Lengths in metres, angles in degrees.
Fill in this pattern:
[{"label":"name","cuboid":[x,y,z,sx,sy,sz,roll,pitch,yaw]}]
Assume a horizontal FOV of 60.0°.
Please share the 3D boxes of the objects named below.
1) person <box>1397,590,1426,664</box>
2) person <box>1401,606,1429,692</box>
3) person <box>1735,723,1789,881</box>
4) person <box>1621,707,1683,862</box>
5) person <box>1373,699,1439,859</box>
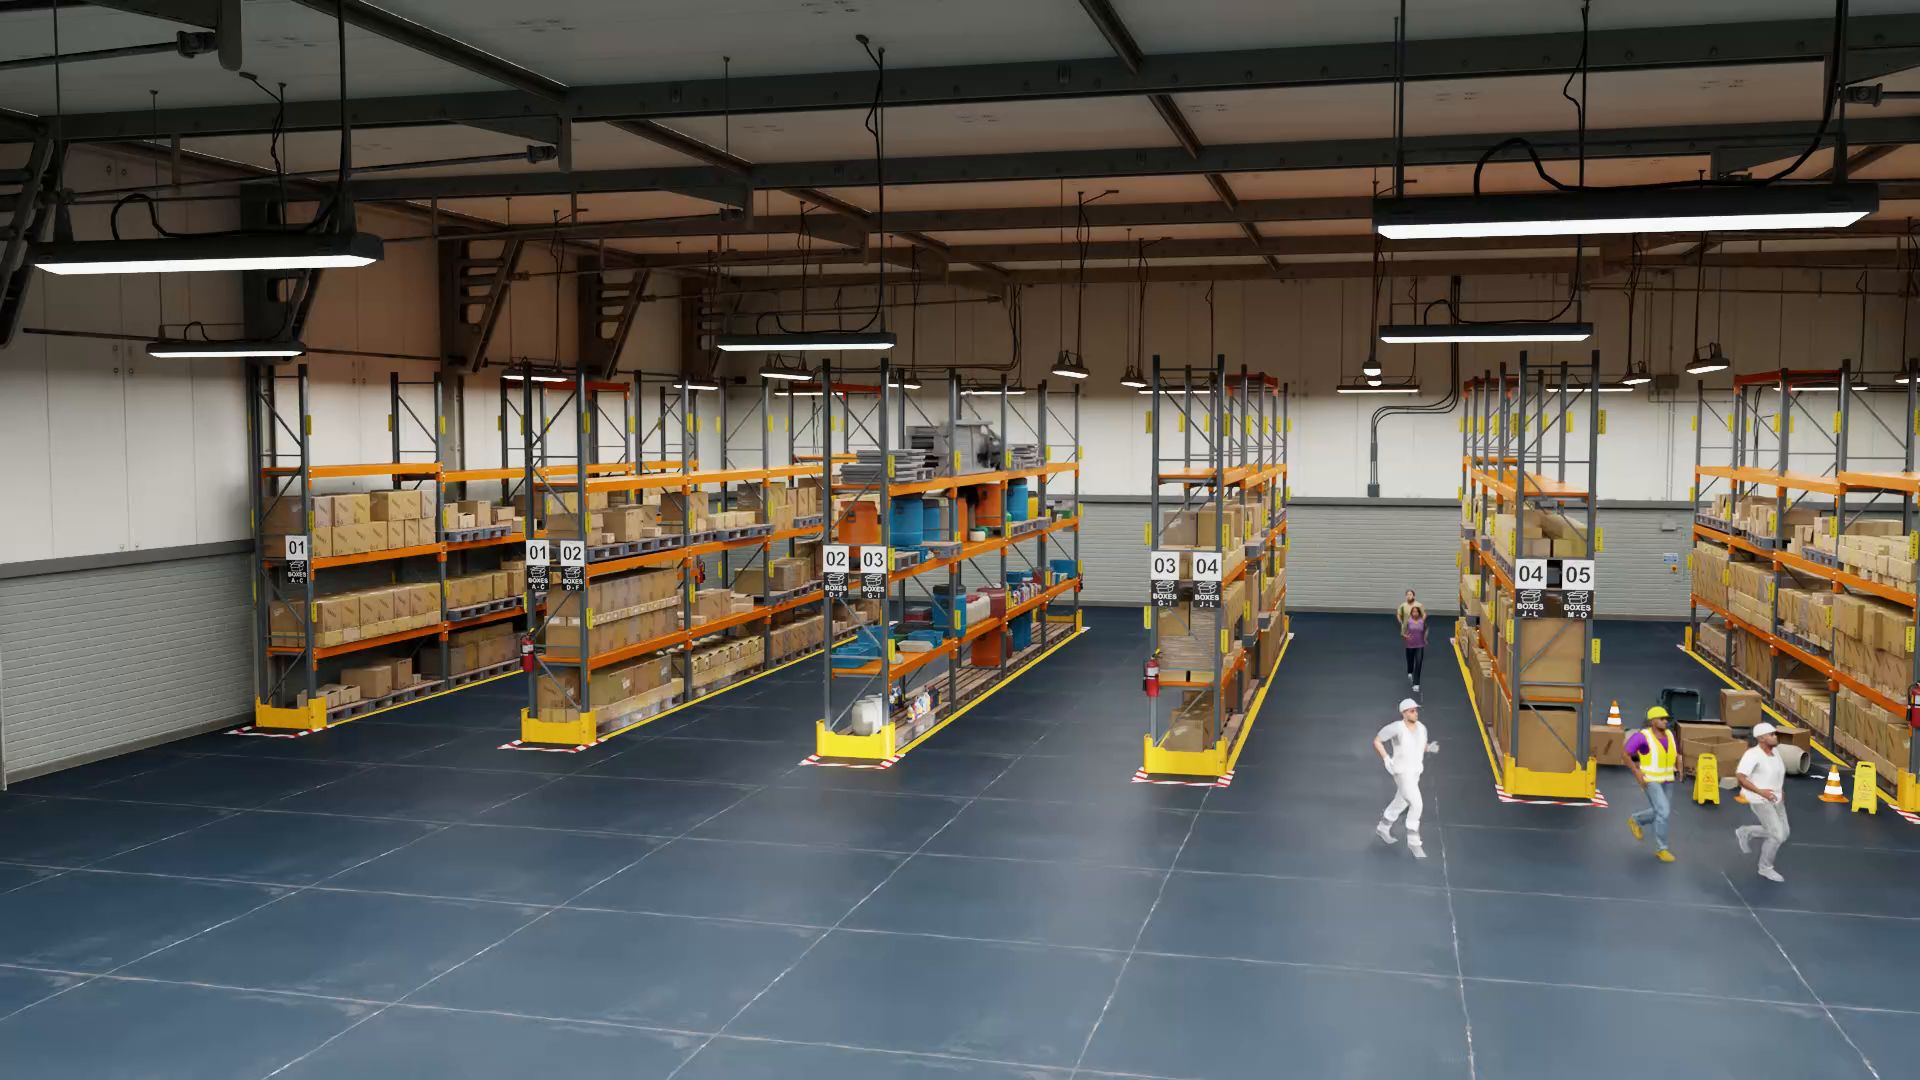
[{"label":"person","cuboid":[9.271,1.837,34.183,0.586,1.632,0.529,1,4,17]},{"label":"person","cuboid":[8.592,2.034,31.410,0.537,1.587,0.860,1,4,10]},{"label":"person","cuboid":[8.893,2.882,18.489,0.735,1.722,0.614,-3,5,-38]},{"label":"person","cuboid":[8.088,2.803,19.419,0.717,1.748,0.820,-2,4,-22]},{"label":"person","cuboid":[5.240,2.770,19.530,0.619,1.850,0.801,-3,5,-37]}]
